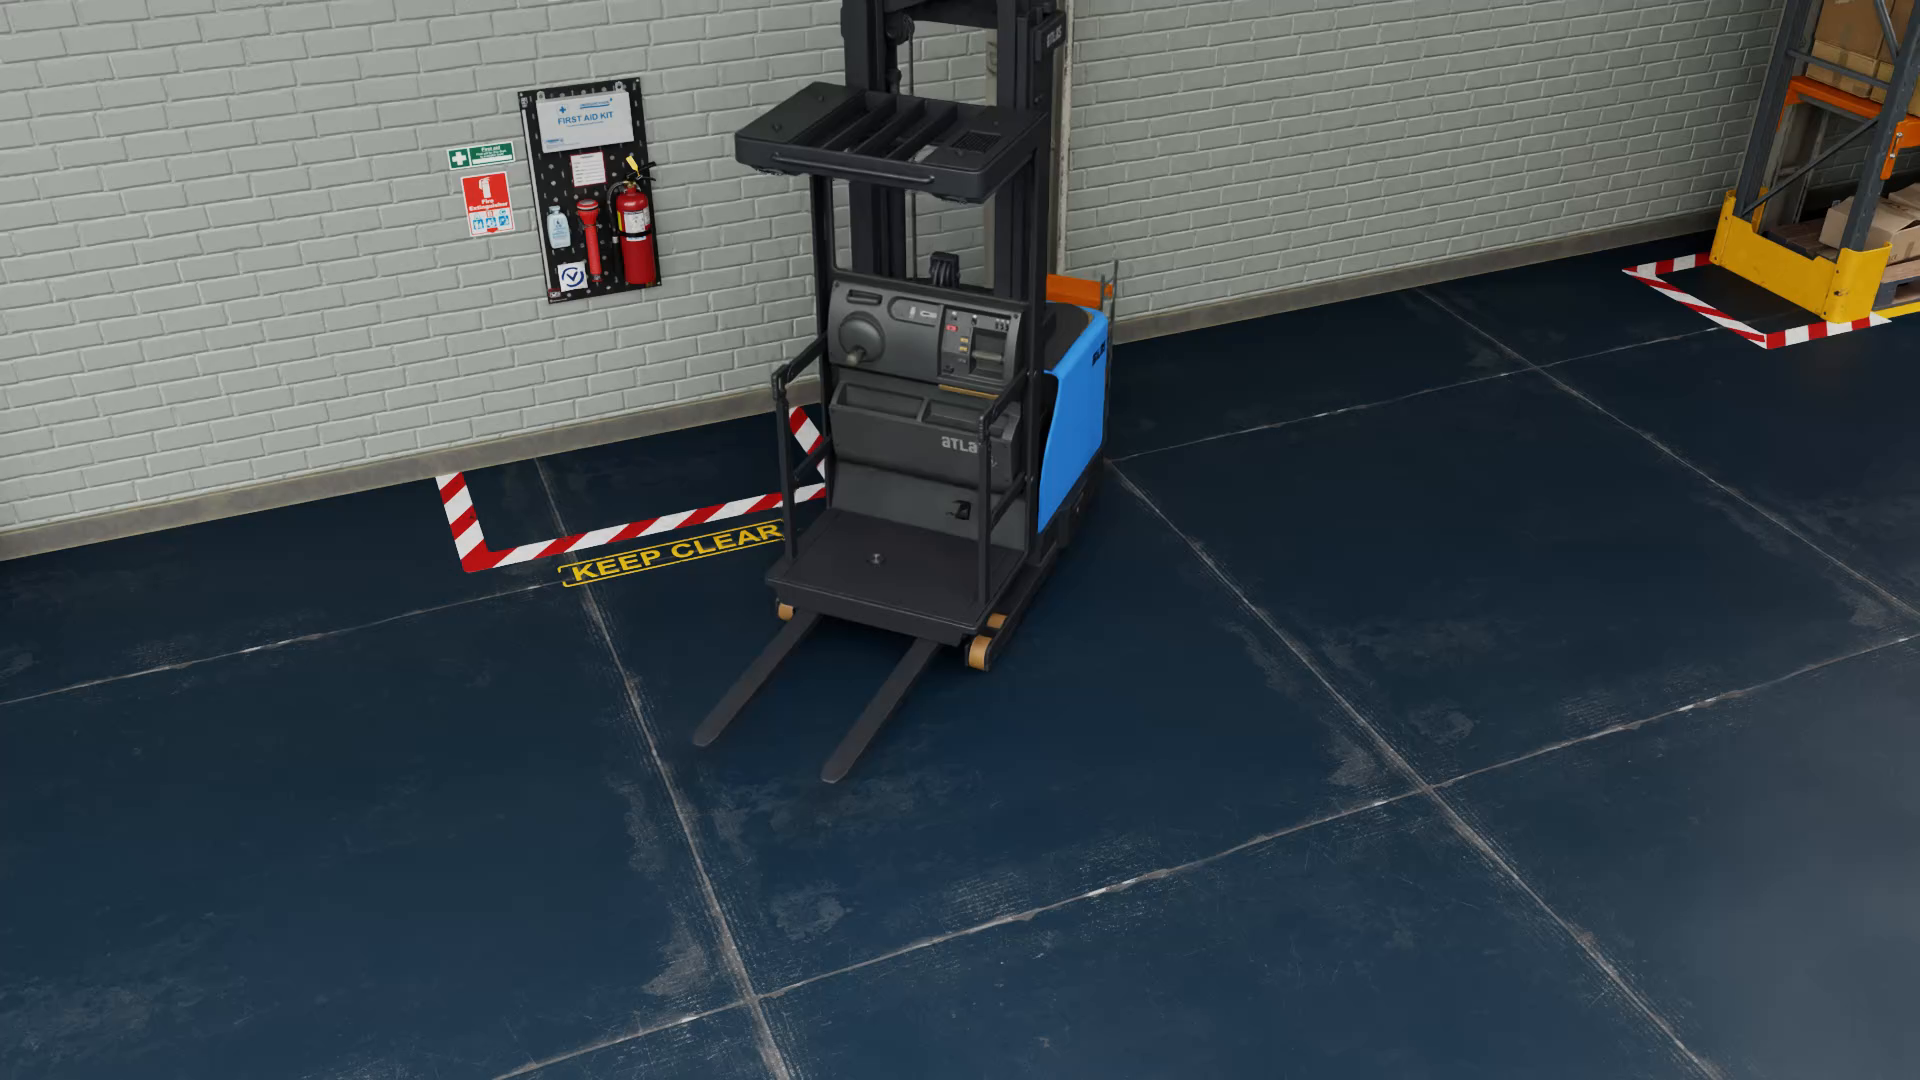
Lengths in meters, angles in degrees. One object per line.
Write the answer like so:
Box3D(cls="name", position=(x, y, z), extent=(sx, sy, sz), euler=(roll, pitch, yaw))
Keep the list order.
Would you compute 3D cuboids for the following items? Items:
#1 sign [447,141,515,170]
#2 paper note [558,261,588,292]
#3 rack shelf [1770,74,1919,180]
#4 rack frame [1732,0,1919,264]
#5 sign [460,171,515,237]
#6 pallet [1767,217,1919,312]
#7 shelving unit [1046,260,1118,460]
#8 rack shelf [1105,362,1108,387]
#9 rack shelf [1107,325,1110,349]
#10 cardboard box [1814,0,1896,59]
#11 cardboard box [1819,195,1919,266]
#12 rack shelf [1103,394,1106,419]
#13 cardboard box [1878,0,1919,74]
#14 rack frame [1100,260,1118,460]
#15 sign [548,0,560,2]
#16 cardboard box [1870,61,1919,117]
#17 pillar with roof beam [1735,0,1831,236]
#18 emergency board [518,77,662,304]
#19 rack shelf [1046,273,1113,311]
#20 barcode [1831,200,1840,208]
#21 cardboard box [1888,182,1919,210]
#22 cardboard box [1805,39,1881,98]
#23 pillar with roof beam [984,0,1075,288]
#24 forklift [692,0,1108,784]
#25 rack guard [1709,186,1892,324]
Box3D(cls="sign", position=(-2.448, -1.966, 8.503), extent=(0.331, 0.109, 0.001), euler=(-13, 35, -19))
Box3D(cls="paper note", position=(-2.096, -1.426, 8.999), extent=(0.142, 0.148, 0.016), euler=(-13, 35, -19))
Box3D(cls="rack shelf", position=(7.453, -3.105, 11.431), extent=(4.000, 0.370, 1.077), euler=(-13, 35, -19))
Box3D(cls="rack frame", position=(5.609, -2.984, 10.586), extent=(0.127, 3.000, 1.000), euler=(-13, 35, -19))
Box3D(cls="sign", position=(-2.455, -1.748, 8.653), extent=(0.234, 0.329, 0.001), euler=(-13, 35, -19))
Box3D(cls="pallet", position=(6.442, -1.985, 11.608), extent=(1.213, 0.211, 1.003), euler=(-13, 35, -19))
Box3D(cls="shelving unit", position=(0.555, -0.971, 9.133), extent=(0.503, 1.200, 0.258), euler=(13, 33, 19))
Box3D(cls="rack shelf", position=(0.554, -0.913, 9.167), extent=(0.480, 0.148, 0.258), euler=(13, 33, 19))
Box3D(cls="rack shelf", position=(0.557, -1.105, 9.052), extent=(0.480, 0.148, 0.258), euler=(13, 33, 19))
Box3D(cls="cardboard box", position=(5.962, -3.450, 10.734), extent=(0.500, 0.500, 0.500), euler=(-13, 35, -19))
Box3D(cls="cardboard box", position=(6.282, -2.142, 11.354), extent=(0.500, 0.311, 0.500), euler=(-17, 37, -24))
Box3D(cls="rack shelf", position=(0.551, -0.743, 9.269), extent=(0.480, 0.148, 0.258), euler=(13, 33, 19))
Box3D(cls="cardboard box", position=(6.166, -3.194, 10.340), extent=(0.500, 0.500, 0.500), euler=(-13, 35, -19))
Box3D(cls="rack frame", position=(0.780, -0.919, 9.053), extent=(0.015, 1.200, 0.240), euler=(13, 33, 19))
Box3D(cls="sign", position=(-1.952, -2.818, 8.205), extent=(0.199, 0.298, 0.001), euler=(-13, 35, -19))
Box3D(cls="cardboard box", position=(6.182, -2.873, 10.534), extent=(0.500, 0.250, 0.500), euler=(-14, 36, -20))
Box3D(cls="pillar with roof beam", position=(7.586, -3.917, 6.519), extent=(0.400, 9.000, 9.100), euler=(-13, 35, -19))
Box3D(cls="emergency board", position=(-1.906, -1.798, 8.762), extent=(0.643, 1.169, 0.194), euler=(-13, 35, -19))
Box3D(cls="rack shelf", position=(0.561, -1.308, 8.931), extent=(0.480, 0.148, 0.258), euler=(13, 33, 19))
Box3D(cls="barcode", position=(6.144, -2.351, 11.667), extent=(0.075, 0.075, 0.001), euler=(-13, 35, -19))
Box3D(cls="cardboard box", position=(6.808, -2.263, 11.539), extent=(0.500, 0.311, 0.500), euler=(-10, 34, -15))
Box3D(cls="cardboard box", position=(5.965, -3.126, 10.923), extent=(0.500, 0.250, 0.500), euler=(-12, 35, -18))
Box3D(cls="pillar with roof beam", position=(2.054, -2.650, 4.572), extent=(0.400, 9.000, 9.100), euler=(-13, 35, -19))
Box3D(cls="forklift", position=(-0.248, -0.879, 7.413), extent=(1.130, 2.935, 3.031), euler=(13, 35, 19))
Box3D(cls="rack guard", position=(5.679, -1.953, 11.292), extent=(0.348, 0.500, 1.175), euler=(-13, 35, -19))
